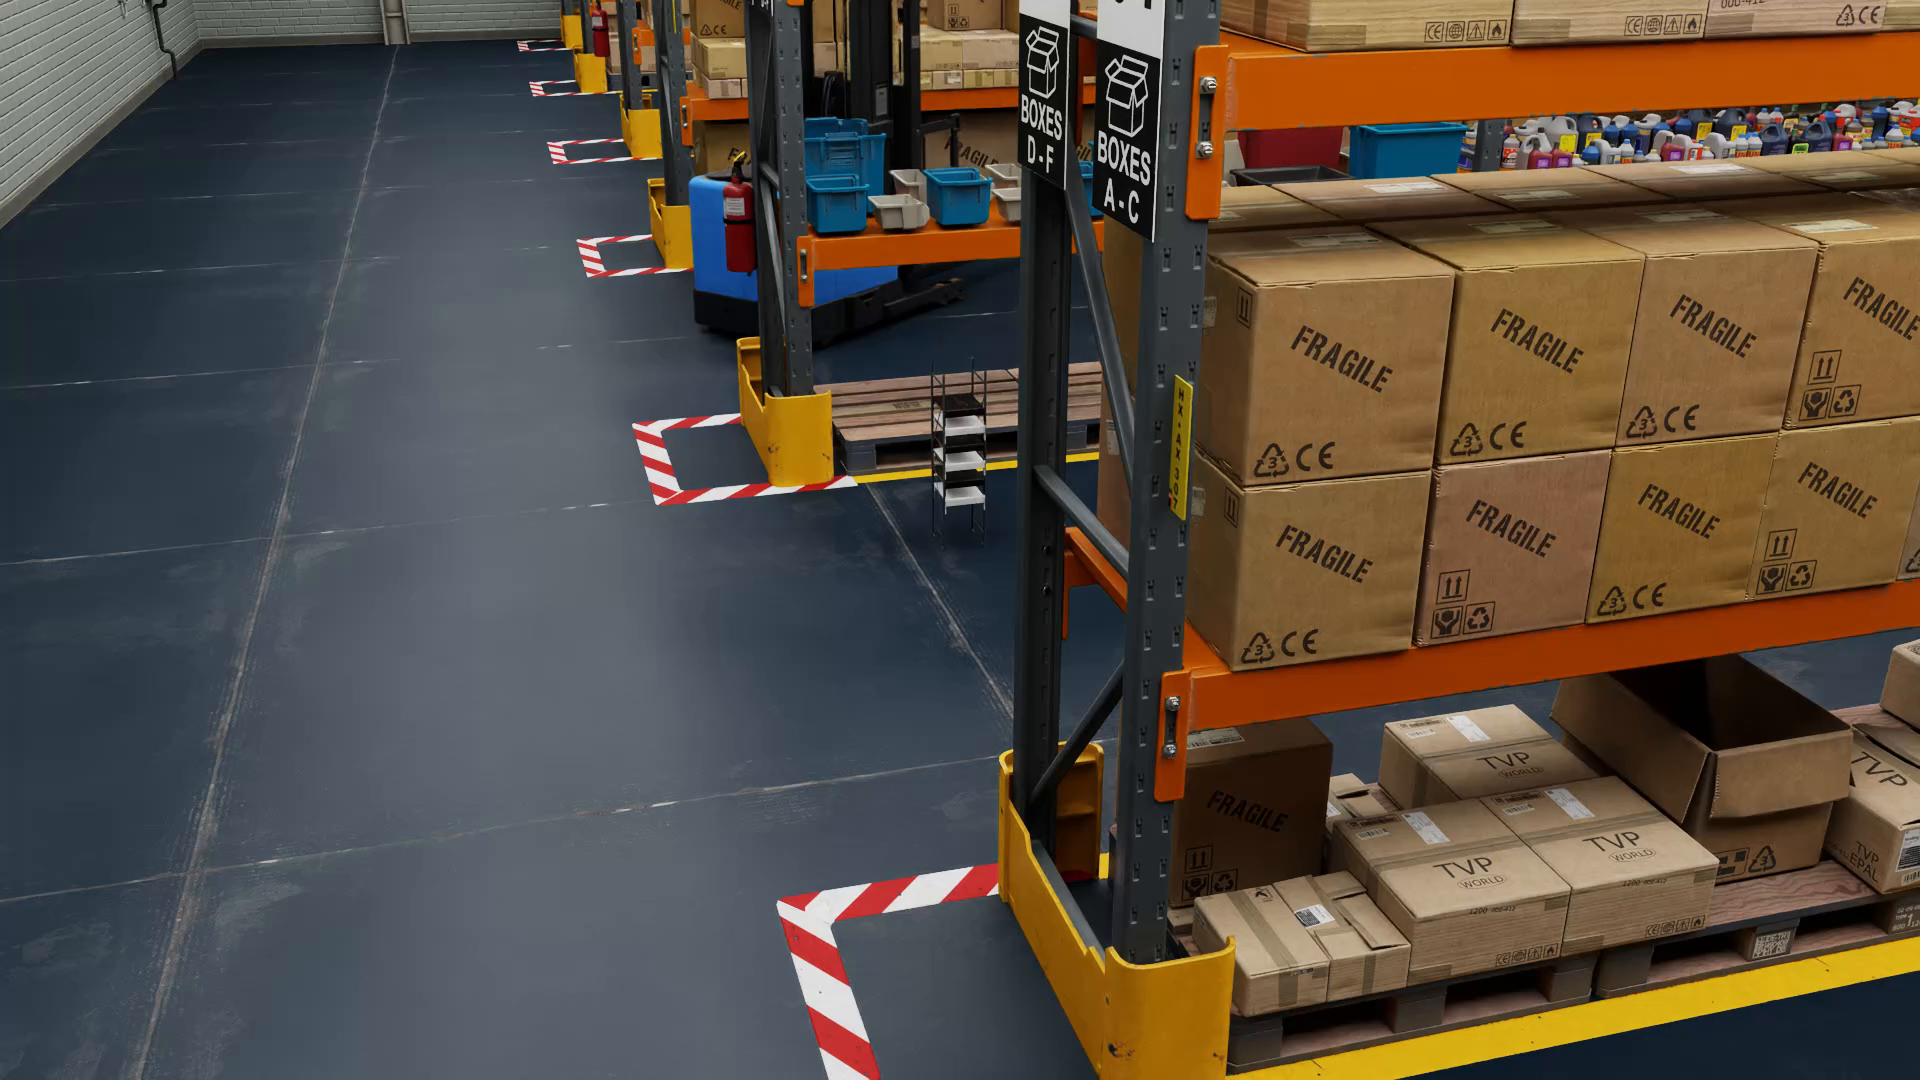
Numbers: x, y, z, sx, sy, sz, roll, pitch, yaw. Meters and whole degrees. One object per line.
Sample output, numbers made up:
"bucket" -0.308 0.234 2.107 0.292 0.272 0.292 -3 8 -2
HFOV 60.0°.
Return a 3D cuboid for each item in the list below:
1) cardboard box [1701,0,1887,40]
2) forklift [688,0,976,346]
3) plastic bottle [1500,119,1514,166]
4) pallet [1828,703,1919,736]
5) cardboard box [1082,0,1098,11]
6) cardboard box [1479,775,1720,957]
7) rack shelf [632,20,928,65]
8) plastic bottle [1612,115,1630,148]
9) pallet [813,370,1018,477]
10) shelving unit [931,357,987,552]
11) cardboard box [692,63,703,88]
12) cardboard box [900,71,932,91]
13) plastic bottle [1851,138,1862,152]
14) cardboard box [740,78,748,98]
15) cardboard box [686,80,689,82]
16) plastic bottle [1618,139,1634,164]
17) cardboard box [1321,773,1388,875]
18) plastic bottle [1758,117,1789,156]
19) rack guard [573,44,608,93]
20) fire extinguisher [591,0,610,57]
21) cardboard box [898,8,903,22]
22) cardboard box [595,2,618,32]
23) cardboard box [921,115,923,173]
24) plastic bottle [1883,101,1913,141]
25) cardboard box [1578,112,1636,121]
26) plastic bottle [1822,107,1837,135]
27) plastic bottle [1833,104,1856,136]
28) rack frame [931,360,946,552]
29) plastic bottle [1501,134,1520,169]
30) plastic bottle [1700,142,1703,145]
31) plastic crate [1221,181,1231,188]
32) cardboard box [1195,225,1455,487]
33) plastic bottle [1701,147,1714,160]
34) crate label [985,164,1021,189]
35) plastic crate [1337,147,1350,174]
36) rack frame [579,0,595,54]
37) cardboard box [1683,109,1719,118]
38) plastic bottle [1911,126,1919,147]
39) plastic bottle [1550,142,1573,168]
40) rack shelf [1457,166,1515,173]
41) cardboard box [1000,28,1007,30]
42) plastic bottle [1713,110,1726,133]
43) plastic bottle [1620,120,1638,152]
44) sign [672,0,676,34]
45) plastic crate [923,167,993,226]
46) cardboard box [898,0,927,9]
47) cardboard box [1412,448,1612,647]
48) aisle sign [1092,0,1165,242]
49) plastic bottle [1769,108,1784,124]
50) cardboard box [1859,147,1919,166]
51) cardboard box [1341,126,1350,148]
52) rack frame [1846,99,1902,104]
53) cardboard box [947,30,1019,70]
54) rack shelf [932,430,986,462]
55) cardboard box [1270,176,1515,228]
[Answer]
"cardboard box" 1.890 -1.391 4.073 0.500 0.250 0.500 -6 24 -14
"forklift" -0.596 -3.174 11.930 1.130 2.935 3.031 16 28 32
"plastic bottle" 3.380 -2.481 10.375 0.133 0.283 0.061 -6 24 -14
"pallet" 3.551 0.908 5.867 1.213 0.211 1.003 -6 24 -14
"cardboard box" 1.170 -4.470 13.725 0.500 0.500 0.500 -6 24 -13
"cardboard box" 1.924 0.984 5.082 0.500 0.250 0.500 -6 24 -14
"rack shelf" -1.628 -5.558 18.312 4.000 0.370 1.077 -6 24 -14
"plastic bottle" 4.137 -2.542 10.528 0.135 0.276 0.152 -6 24 -14
"pallet" -0.169 -0.693 9.598 1.213 0.211 1.003 -6 24 -14
"shelving unit" -0.008 -0.413 8.071 0.210 0.900 0.258 -6 24 -14
"cardboard box" -2.057 -3.829 13.689 0.250 0.149 0.380 -6 24 -13
"cardboard box" -0.400 -3.743 13.489 0.250 0.149 0.380 -7 24 -16
"plastic bottle" 5.461 -2.355 10.186 0.097 0.201 0.097 0 23 0
"cardboard box" -1.634 -3.607 13.171 0.250 0.149 0.380 -7 24 -15
"cardboard box" -3.113 -4.985 18.391 0.250 0.149 0.380 -6 24 -14
"plastic bottle" 3.898 -2.214 9.769 0.097 0.271 0.097 0 23 0
"cardboard box" 1.232 0.919 5.340 0.250 0.166 0.380 -6 24 -14
"plastic bottle" 4.884 -2.369 10.030 0.185 0.351 0.144 -6 24 -14
"rack guard" -5.011 -6.393 22.516 0.348 0.500 1.175 -6 24 -14
"fire extinguisher" -3.921 -5.617 18.108 0.183 0.674 0.296 -6 24 -14
"cardboard box" -0.673 -5.791 18.261 0.250 0.149 0.380 -7 24 -16
"cardboard box" -5.718 -8.503 26.897 0.637 0.503 0.797 -7 24 -16
"cardboard box" -0.841 -3.194 14.052 0.875 0.875 0.875 -6 24 -14
"plastic bottle" 6.225 -2.773 11.067 0.135 0.276 0.152 -6 24 -14
"cardboard box" 6.028 -4.115 15.697 0.500 0.250 0.500 -5 24 -12
"plastic bottle" 5.677 -2.697 10.894 0.097 0.271 0.097 0 23 0
"plastic bottle" 5.780 -2.724 10.952 0.135 0.276 0.152 -6 24 -14
"rack frame" -0.106 -0.402 8.045 0.006 0.900 0.240 -6 24 -14
"plastic bottle" 3.419 -2.415 10.326 0.097 0.201 0.097 0 23 0
"plastic bottle" 4.490 -2.310 10.081 0.097 0.201 0.097 0 23 0
"plastic crate" 1.282 -1.934 9.213 0.466 0.136 0.293 -6 24 -14
"cardboard box" 0.859 -0.473 4.154 0.500 0.500 0.500 -6 24 -13
"plastic bottle" 4.437 -2.242 9.922 0.097 0.201 0.097 0 23 0
"crate label" 0.307 -2.028 9.430 0.243 0.136 0.396 -6 24 -14
"plastic crate" 2.391 -2.239 9.922 0.243 0.136 0.396 -6 24 -14
"rack frame" -4.988 -7.544 22.029 0.127 3.000 1.000 -6 24 -14
"cardboard box" 7.106 -3.893 16.132 0.500 0.500 0.700 -4 24 -10
"plastic bottle" 5.929 -2.439 10.293 0.097 0.271 0.097 0 23 0
"plastic bottle" 3.475 -2.165 9.640 0.133 0.283 0.061 -6 24 -14
"rack shelf" 4.804 -2.210 10.509 4.000 0.370 1.077 -6 24 -14
"cardboard box" 0.537 -4.274 14.220 0.500 0.250 0.500 -6 24 -15
"plastic bottle" 4.890 -2.626 10.722 0.135 0.276 0.152 -6 24 -14
"plastic bottle" 4.189 -2.495 10.423 0.097 0.271 0.097 0 23 0
"sign" -2.167 -4.005 12.581 0.005 0.325 0.100 -6 24 -14
"plastic crate" -0.013 -1.824 8.832 0.300 0.233 0.416 -6 24 -14
"cardboard box" -0.592 -6.071 18.090 0.500 0.500 0.500 -7 24 -16
"cardboard box" 1.355 -0.071 4.484 0.500 0.500 0.500 -7 24 -15
"aisle sign" 0.375 -1.096 3.705 0.004 0.787 0.394 -6 24 -14
"plastic bottle" 5.310 -2.681 10.858 0.097 0.271 0.097 0 23 0
"cardboard box" 3.186 -0.954 5.274 0.500 0.500 0.500 -7 24 -16
"cardboard box" 3.011 -3.596 14.988 0.875 0.875 1.225 -7 24 -16
"rack frame" 9.243 -5.060 16.239 0.127 3.000 1.000 -6 24 -14
"cardboard box" 0.197 -4.019 13.625 0.500 0.250 0.500 -6 24 -13
"rack shelf" -0.008 -0.465 8.048 0.200 0.077 0.258 -6 24 -14
"cardboard box" 1.201 -0.732 4.757 0.500 0.500 0.500 -6 24 -13
